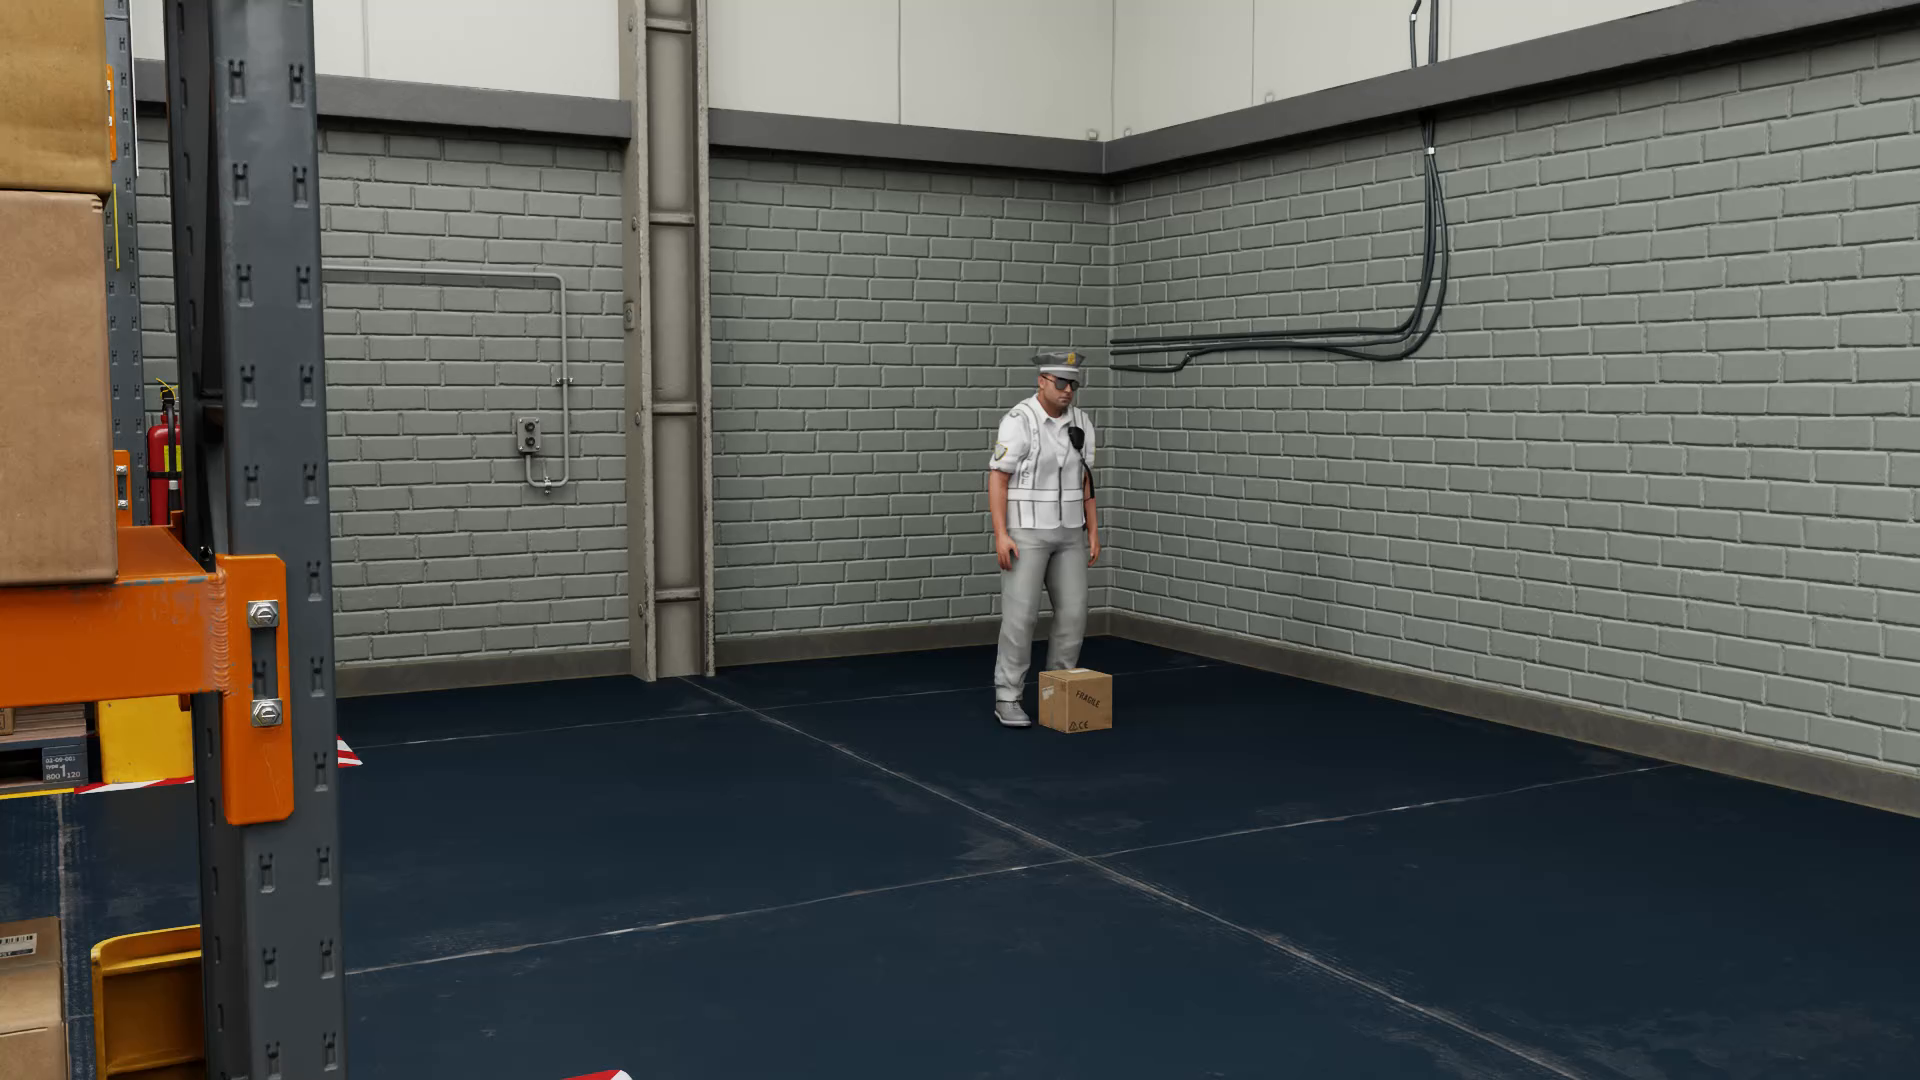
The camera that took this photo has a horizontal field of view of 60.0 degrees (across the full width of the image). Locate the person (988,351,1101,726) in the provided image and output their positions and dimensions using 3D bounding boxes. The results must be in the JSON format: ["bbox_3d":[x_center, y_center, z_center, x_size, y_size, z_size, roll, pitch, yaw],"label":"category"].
[{"bbox_3d":[0.400,-0.020,7.932,0.585,1.748,0.432,-3,6,-29],"label":"person"}]
